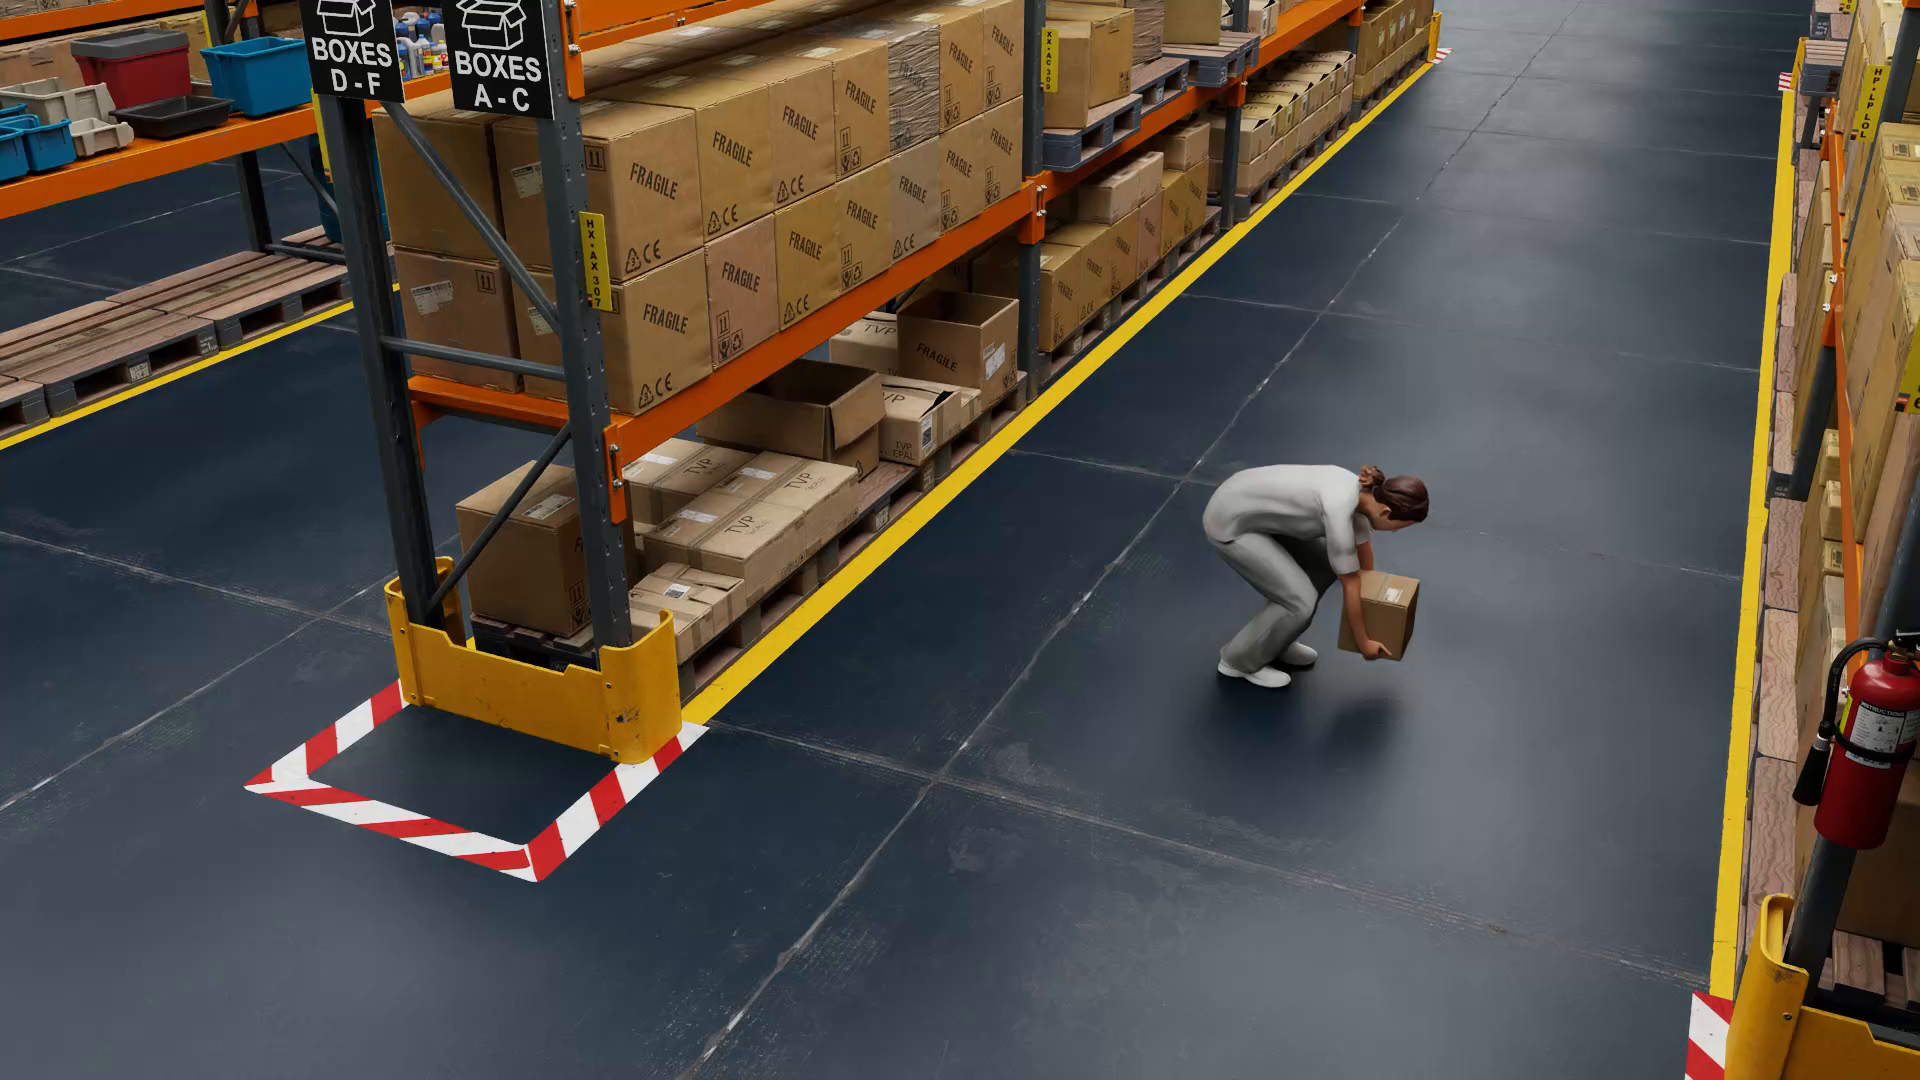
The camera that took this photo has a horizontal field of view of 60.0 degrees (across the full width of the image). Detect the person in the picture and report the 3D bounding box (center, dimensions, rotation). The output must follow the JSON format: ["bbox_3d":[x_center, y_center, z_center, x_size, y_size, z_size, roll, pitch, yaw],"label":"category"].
[{"bbox_3d":[1.397,0.126,6.674,0.862,0.955,0.464,10,28,20],"label":"person"}]
